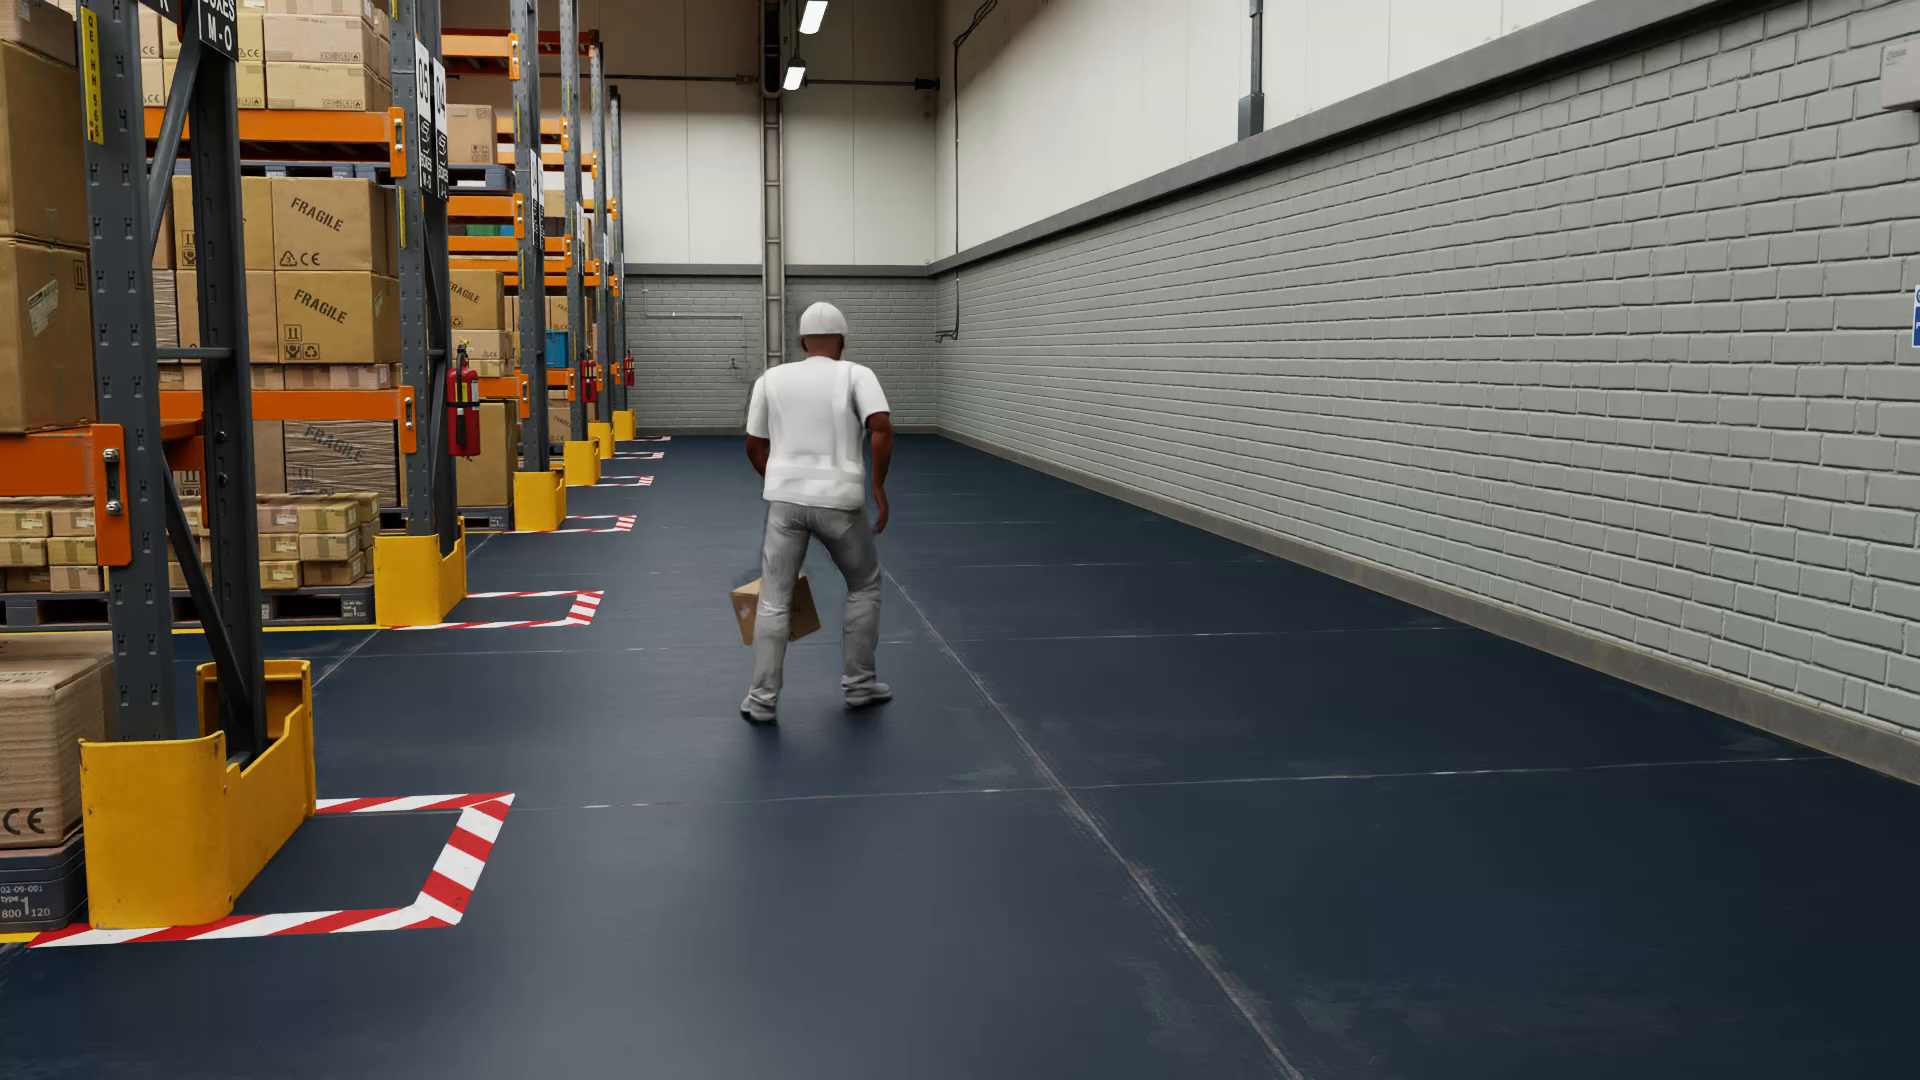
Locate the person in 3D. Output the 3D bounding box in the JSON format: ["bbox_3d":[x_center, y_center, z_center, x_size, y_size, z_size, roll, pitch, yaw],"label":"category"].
[{"bbox_3d":[-0.588,-0.140,6.984,0.667,1.708,0.697,1,7,8],"label":"person"}]
